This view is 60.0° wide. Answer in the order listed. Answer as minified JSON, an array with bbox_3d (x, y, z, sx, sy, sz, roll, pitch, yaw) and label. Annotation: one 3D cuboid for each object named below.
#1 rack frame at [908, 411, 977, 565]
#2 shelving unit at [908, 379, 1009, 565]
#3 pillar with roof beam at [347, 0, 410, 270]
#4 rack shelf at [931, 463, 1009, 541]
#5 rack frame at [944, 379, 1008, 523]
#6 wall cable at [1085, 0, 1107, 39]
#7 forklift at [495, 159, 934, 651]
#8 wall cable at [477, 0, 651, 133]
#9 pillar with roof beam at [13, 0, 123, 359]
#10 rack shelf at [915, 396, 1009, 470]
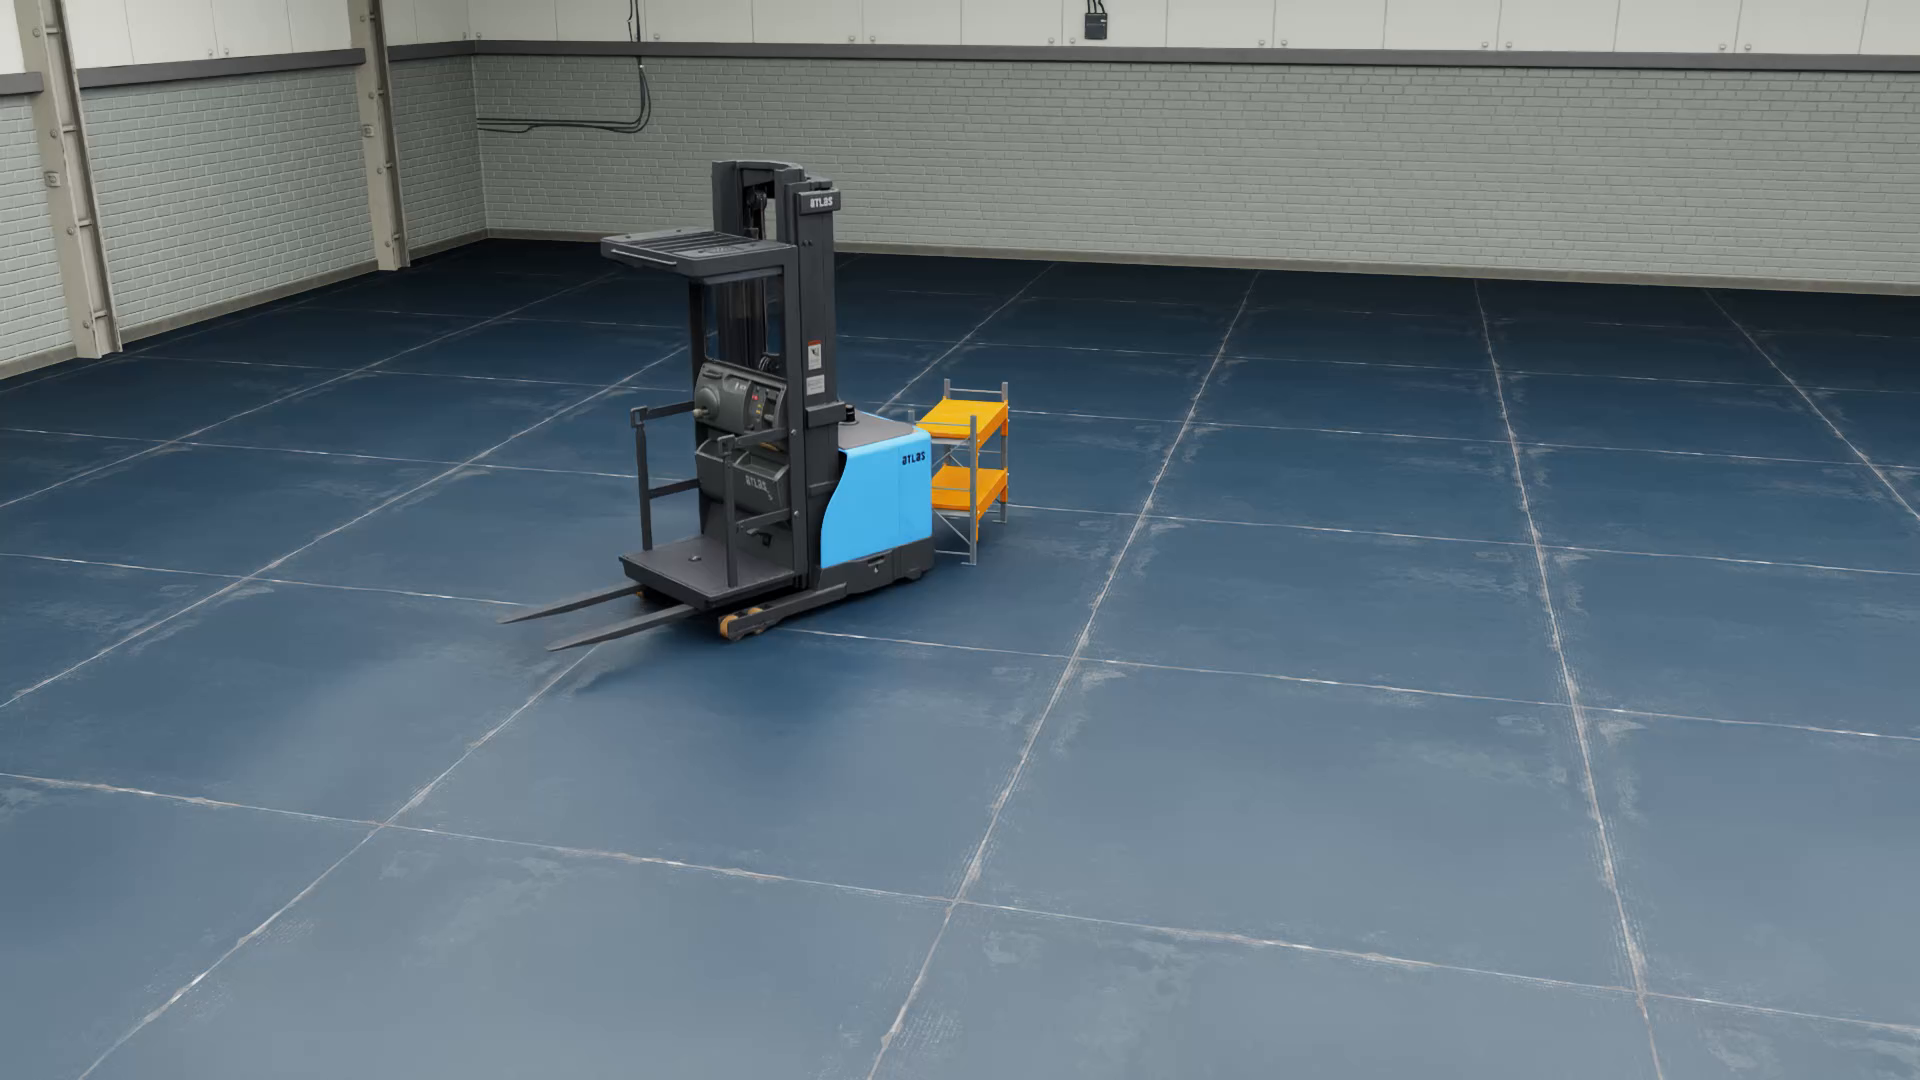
[{"bbox_3d":[-0.126,-0.371,12.033,0.500,1.125,0.032,5,19,13],"label":"rack frame"},{"bbox_3d":[-0.002,-0.530,12.500,0.538,1.125,1.048,5,19,13],"label":"shelving unit"},{"bbox_3d":[-4.123,-7.908,21.919,9.100,9.000,0.400,5,19,13],"label":"pillar with roof beam"},{"bbox_3d":[-0.002,-0.299,12.579,0.538,0.278,1.000,5,19,13],"label":"rack shelf"},{"bbox_3d":[0.123,-0.690,12.966,0.500,1.125,0.032,5,19,13],"label":"rack frame"},{"bbox_3d":[2.906,-9.922,22.552,2.305,6.003,0.169,5,19,13],"label":"wall cable"},{"bbox_3d":[-1.606,-0.922,10.853,3.031,2.935,1.130,-17,25,-40],"label":"forklift"},{"bbox_3d":[-6.296,-7.598,25.814,3.097,2.526,0.112,5,19,13],"label":"wall cable"},{"bbox_3d":[-5.589,-6.028,16.413,9.100,9.000,0.400,5,19,13],"label":"pillar with roof beam"},{"bbox_3d":[-0.002,-0.807,12.405,0.538,0.278,1.000,5,19,13],"label":"rack shelf"}]
